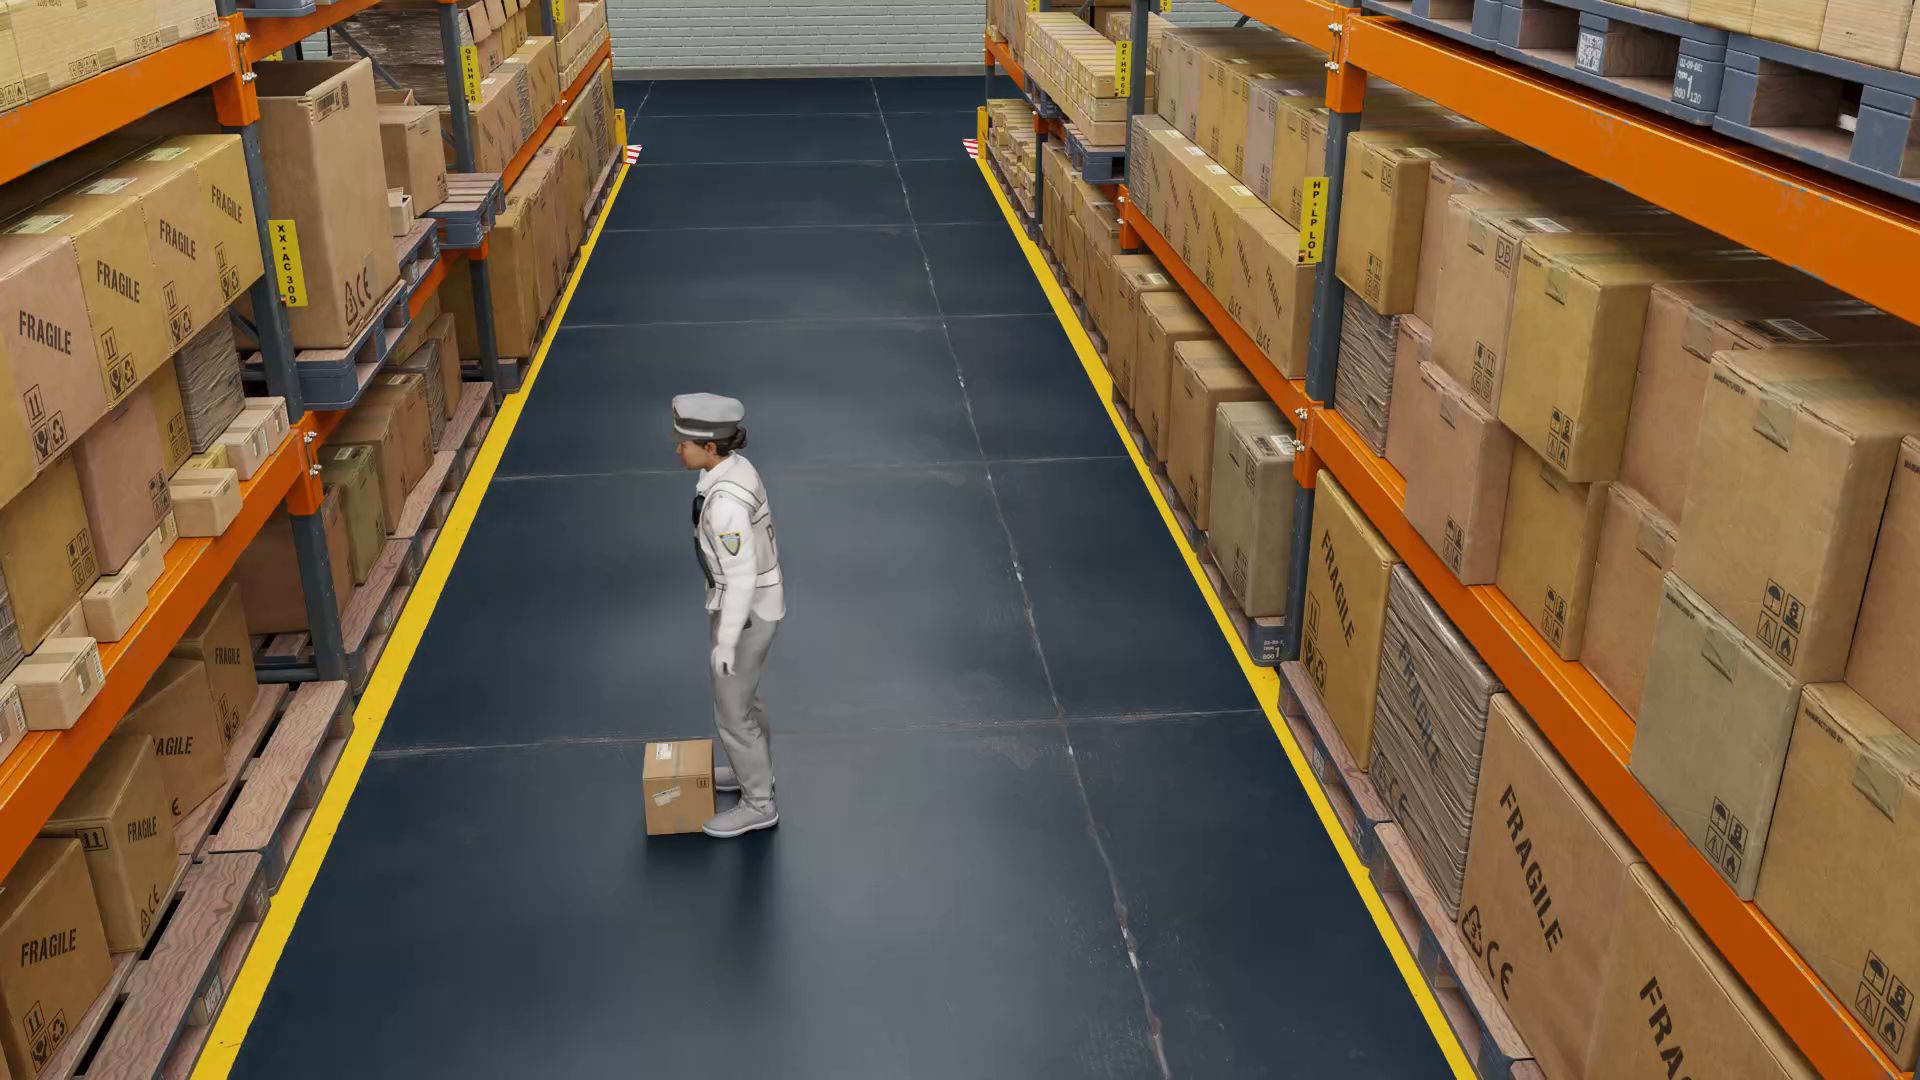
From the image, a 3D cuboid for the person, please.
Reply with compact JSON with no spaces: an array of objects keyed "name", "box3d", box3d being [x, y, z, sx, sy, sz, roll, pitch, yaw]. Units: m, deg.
[{"name":"person","box3d":[-0.813,0.271,5.980,0.370,1.666,0.545,-3,24,-7]}]
